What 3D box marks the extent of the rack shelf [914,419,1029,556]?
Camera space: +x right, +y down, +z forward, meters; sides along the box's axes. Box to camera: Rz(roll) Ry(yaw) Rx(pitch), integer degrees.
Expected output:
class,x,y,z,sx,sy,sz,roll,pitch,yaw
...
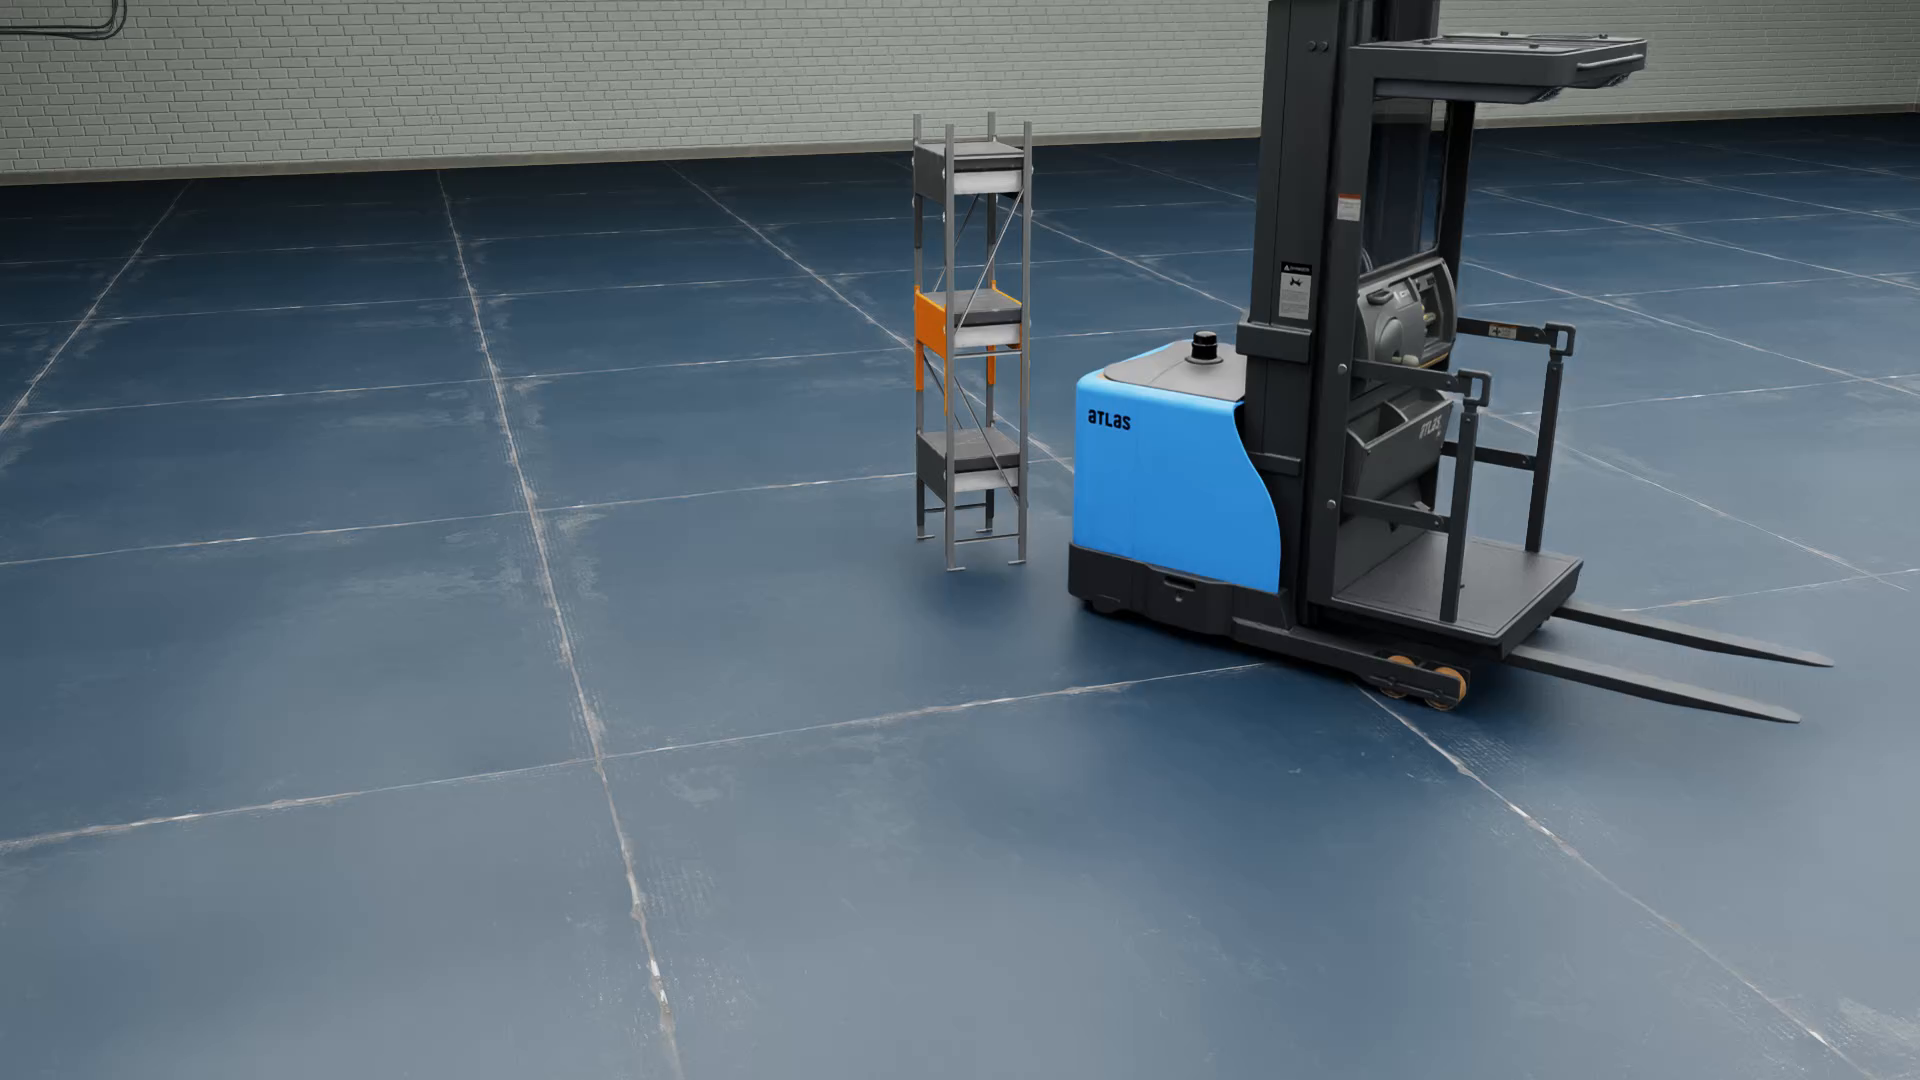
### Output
class,x,y,z,sx,sy,sz,roll,pitch,yaw
rack shelf,0.052,-0.263,8.155,0.431,0.518,0.480,-6,21,-17

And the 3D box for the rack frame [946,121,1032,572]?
class,x,y,z,sx,sy,sz,roll,pitch,yaw
rack frame,0.129,-0.857,7.696,0.400,2.100,0.015,-6,21,-17

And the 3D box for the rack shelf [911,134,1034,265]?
class,x,y,z,sx,sy,sz,roll,pitch,yaw
rack shelf,0.052,-1.581,7.682,0.431,0.518,0.480,-6,21,-17

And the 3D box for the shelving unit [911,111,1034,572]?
class,x,y,z,sx,sy,sz,roll,pitch,yaw
shelving unit,0.052,-0.935,7.914,0.431,2.100,0.503,-6,21,-17

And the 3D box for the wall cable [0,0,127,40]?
class,x,y,z,sx,sy,sz,roll,pitch,yaw
wall cable,-11.722,-7.193,19.724,3.097,2.526,0.112,-6,21,-17

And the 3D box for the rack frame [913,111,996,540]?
class,x,y,z,sx,sy,sz,roll,pitch,yaw
rack frame,-0.025,-1.013,8.132,0.400,2.100,0.015,-6,21,-17

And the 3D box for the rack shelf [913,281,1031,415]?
class,x,y,z,sx,sy,sz,roll,pitch,yaw
rack shelf,0.052,-0.922,7.918,0.431,0.518,0.480,-6,21,-17

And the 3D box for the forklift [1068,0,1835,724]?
class,x,y,z,sx,sy,sz,roll,pitch,yaw
forklift,1.978,-0.912,6.619,3.031,2.935,1.130,14,24,34
